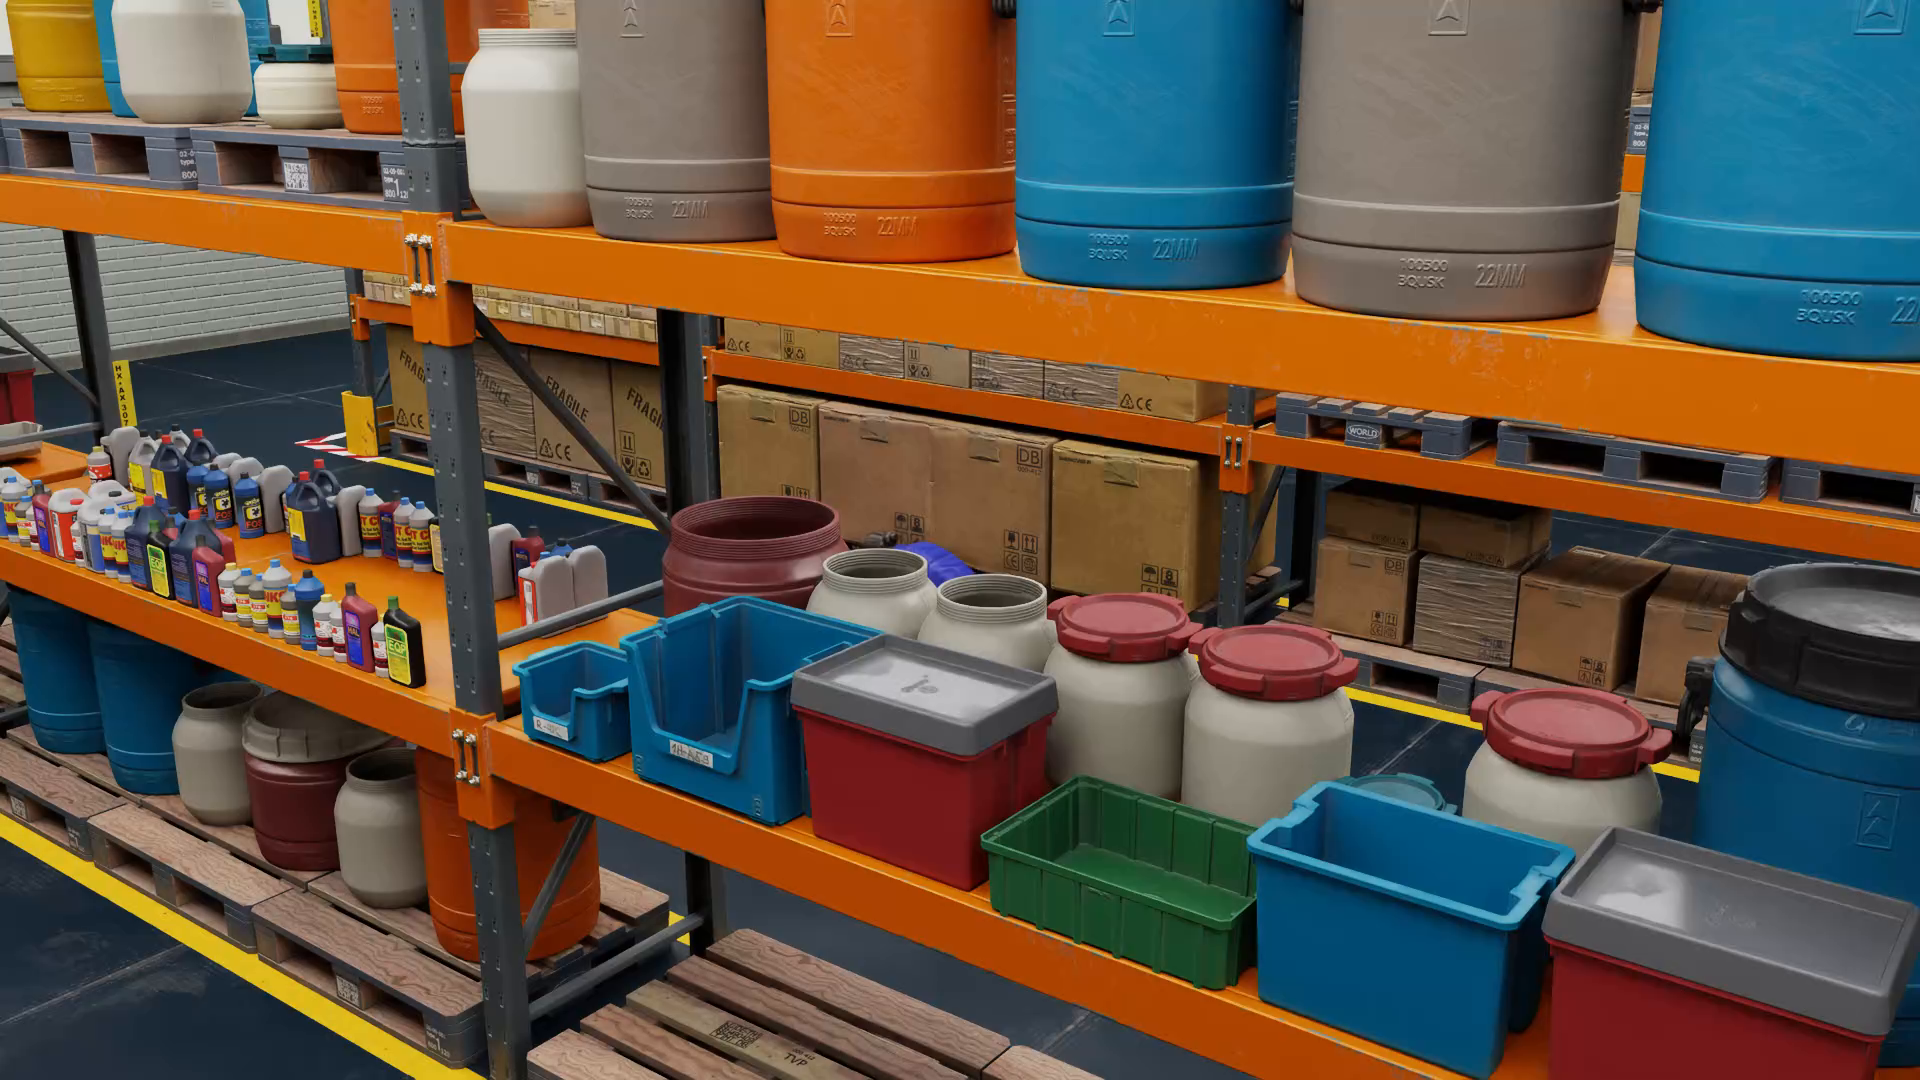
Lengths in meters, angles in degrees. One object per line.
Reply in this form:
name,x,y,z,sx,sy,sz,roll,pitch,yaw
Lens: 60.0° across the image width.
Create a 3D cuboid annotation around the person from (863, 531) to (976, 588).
person,-0.162,0.377,8.997,0.823,0.814,0.472,13,21,37
